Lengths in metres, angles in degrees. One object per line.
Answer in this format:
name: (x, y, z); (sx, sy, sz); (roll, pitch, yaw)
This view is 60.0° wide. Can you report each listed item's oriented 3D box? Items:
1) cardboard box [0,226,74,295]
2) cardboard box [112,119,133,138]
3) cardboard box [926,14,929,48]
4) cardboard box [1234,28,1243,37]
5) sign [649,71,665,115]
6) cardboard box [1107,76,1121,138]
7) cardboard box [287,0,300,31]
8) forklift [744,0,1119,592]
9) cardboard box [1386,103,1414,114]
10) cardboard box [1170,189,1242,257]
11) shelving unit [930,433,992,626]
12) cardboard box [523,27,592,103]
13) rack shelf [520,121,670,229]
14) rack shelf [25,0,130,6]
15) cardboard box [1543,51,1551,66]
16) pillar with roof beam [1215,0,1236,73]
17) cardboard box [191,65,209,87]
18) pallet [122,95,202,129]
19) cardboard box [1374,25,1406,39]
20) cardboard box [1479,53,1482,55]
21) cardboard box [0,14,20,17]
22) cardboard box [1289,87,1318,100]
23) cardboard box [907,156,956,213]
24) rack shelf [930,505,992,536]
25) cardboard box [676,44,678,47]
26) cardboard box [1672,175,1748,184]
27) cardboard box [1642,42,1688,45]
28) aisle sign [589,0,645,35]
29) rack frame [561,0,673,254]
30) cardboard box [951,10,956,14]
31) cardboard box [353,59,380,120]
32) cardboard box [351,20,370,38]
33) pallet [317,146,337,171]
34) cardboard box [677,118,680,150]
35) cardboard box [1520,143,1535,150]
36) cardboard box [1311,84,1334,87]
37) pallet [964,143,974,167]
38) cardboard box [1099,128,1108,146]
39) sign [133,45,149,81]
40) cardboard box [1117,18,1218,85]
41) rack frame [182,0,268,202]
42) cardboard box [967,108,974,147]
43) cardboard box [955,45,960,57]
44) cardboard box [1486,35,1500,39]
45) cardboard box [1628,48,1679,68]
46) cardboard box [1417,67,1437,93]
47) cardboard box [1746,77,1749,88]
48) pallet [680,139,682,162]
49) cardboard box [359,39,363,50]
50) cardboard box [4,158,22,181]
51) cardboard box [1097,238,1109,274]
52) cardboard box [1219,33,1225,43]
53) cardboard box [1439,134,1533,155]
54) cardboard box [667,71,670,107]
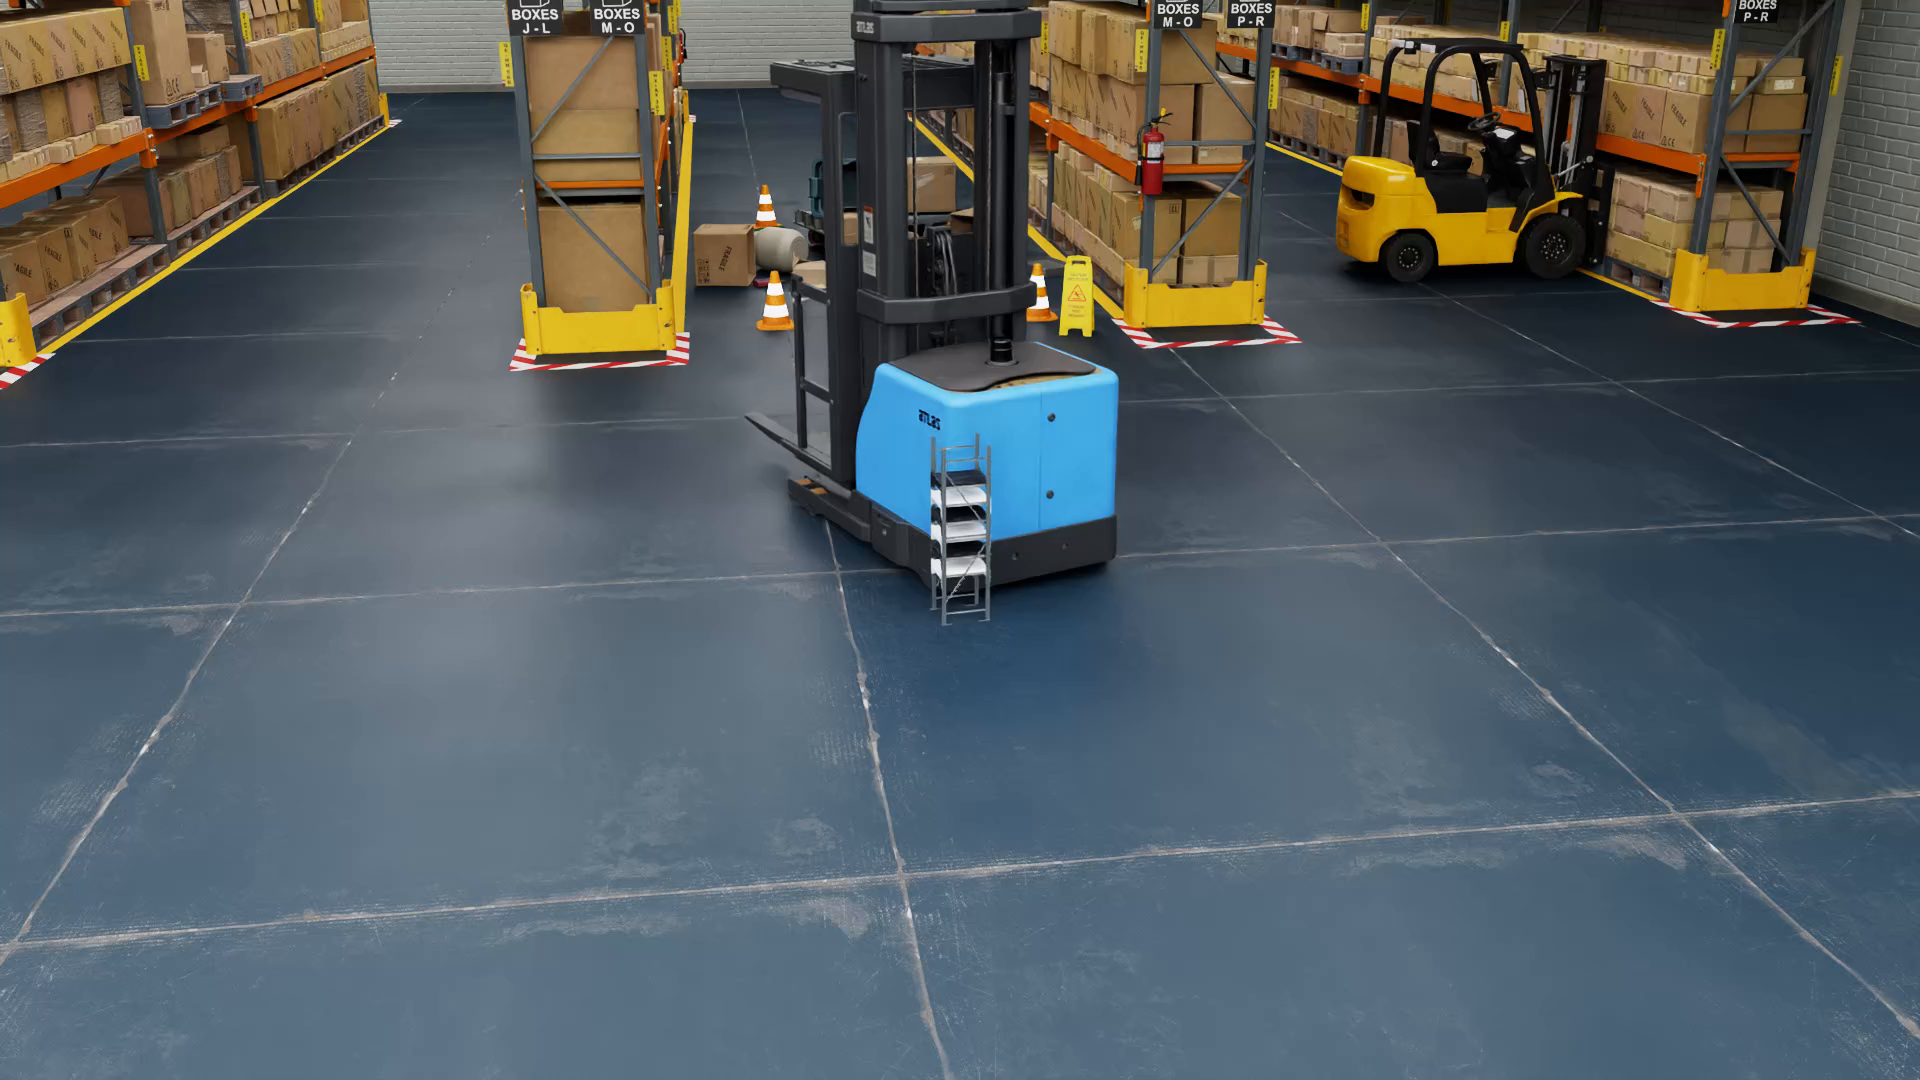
cardboard box: (-8.066, -2.413, 14.363); (0.500, 0.500, 0.500); (-1, 21, -3)
cardboard box: (-8.029, -3.868, 15.645); (0.380, 0.149, 0.250); (-3, 21, -8)
cardboard box: (-0.271, -8.130, 26.553); (0.500, 0.500, 0.500); (-2, 21, -6)
cardboard box: (4.726, -8.233, 26.761); (0.500, 0.250, 0.500); (-3, 21, -8)
sign: (-2.329, -3.431, 12.765); (0.100, 0.325, 0.005); (-3, 21, -8)
cardboard box: (1.587, -3.781, 14.485); (0.500, 0.500, 0.500); (-3, 21, -8)
cardboard box: (-9.431, -7.198, 22.625); (0.797, 0.503, 0.637); (-3, 21, -9)
forklift: (-0.350, -1.581, 9.259); (1.130, 2.935, 3.031); (-11, 23, -28)
cardboard box: (5.985, -5.888, 22.739); (0.380, 0.149, 0.250); (-2, 21, -6)
cardboard box: (2.159, -2.809, 14.707); (0.500, 0.500, 0.500); (-4, 21, -10)
shelving unit: (0.003, -0.049, 8.060); (0.258, 0.900, 0.210); (-5, 21, -14)
cardboard box: (-3.064, -3.855, 13.493); (0.875, 0.550, 0.550); (-3, 21, -8)
rack shelf: (-3.167, -3.318, 14.841); (1.077, 0.370, 4.000); (-3, 21, -8)
rack shelf: (-8.666, -5.893, 17.448); (1.077, 0.370, 4.000); (-3, 21, -8)
cardboard box: (6.230, -4.933, 17.066); (0.380, 0.149, 0.250); (-3, 21, -8)
pillar with roof beam: (0.853, -12.611, 30.120); (9.100, 9.000, 0.400); (-3, 21, -8)
cardboard box: (-8.447, -5.087, 18.142); (0.396, 0.266, 0.258); (-4, 21, -9)
pallet: (-8.344, -4.315, 16.755); (1.003, 0.211, 1.213); (-3, 21, -8)
cardboard box: (5.518, -6.494, 21.247); (0.380, 0.149, 0.250); (-2, 21, -6)
cardboard box: (6.033, -5.517, 18.632); (0.380, 0.149, 0.250); (-3, 21, -8)
cardboard box: (-8.420, -4.272, 14.370); (0.500, 0.500, 0.500); (-3, 21, -8)
cardboard box: (5.140, -6.665, 24.821); (0.380, 0.149, 0.250); (-4, 21, -11)
cardboard box: (-0.329, -3.716, 17.368); (0.500, 0.500, 0.500); (-3, 21, -8)
rack shelf: (0.004, -0.102, 8.040); (0.258, 0.077, 0.200); (-5, 21, -14)
cardboard box: (-4.749, -8.025, 26.774); (0.380, 0.149, 0.250); (-2, 21, -6)
cardboard box: (6.959, -3.225, 15.464); (0.500, 0.250, 0.500); (-3, 21, -8)
cardboard box: (6.843, -4.744, 16.137); (0.380, 0.149, 0.250); (-2, 21, -6)
aisle sign: (-2.571, -4.171, 12.381); (0.394, 0.787, 0.004); (-3, 21, -8)
rack frame: (-3.455, -4.348, 16.569); (1.000, 3.000, 0.127); (-3, 21, -8)
cardboard box: (0.155, -7.576, 23.641); (0.500, 0.500, 0.500); (-3, 21, -8)
cardboard box: (-9.936, -7.271, 26.833); (0.875, 0.875, 0.875); (-3, 21, -8)
cardboard box: (-9.775, -8.202, 26.678); (0.500, 0.250, 0.500); (-3, 21, -9)
pallet: (-9.345, -5.333, 23.192); (1.003, 0.211, 1.213); (-3, 21, -8)
cardboard box: (-4.179, -5.722, 23.222); (0.500, 0.500, 0.500); (-3, 21, -9)
cardboard box: (6.099, -4.078, 17.747); (0.500, 0.250, 0.500); (-3, 21, -9)
cardboard box: (5.525, -6.870, 25.370); (0.380, 0.149, 0.250); (-4, 21, -10)
pallet: (0.640, -5.409, 23.397); (1.003, 0.211, 1.213); (-3, 21, -8)
cardboard box: (1.486, -3.688, 15.161); (0.380, 0.149, 0.250); (-3, 21, -8)
sign: (-7.842, -4.568, 15.922); (0.100, 0.325, 0.005); (-3, 21, -8)
cardboard box: (1.715, -4.068, 13.823); (0.700, 0.500, 0.500); (-3, 21, -9)
rack frame: (-8.955, -5.517, 19.701); (1.000, 3.000, 0.127); (-3, 21, -8)
cardboard box: (0.582, -6.081, 23.646); (0.875, 0.875, 0.875); (-2, 21, -6)
cardboard box: (0.212, -6.809, 23.374); (0.500, 0.250, 0.500); (-3, 21, -8)
cardboard box: (6.370, -5.811, 19.418); (0.380, 0.149, 0.250); (-3, 21, -8)
cardboard box: (6.416, -4.450, 15.348); (0.380, 0.149, 0.250); (-2, 21, -6)
cardboard box: (5.807, -5.501, 19.871); (0.500, 0.250, 0.500); (-2, 21, -6)
cardboard box: (7.026, -4.062, 14.736); (0.380, 0.149, 0.250); (-3, 21, -8)
pallet: (-4.495, -5.542, 23.752); (1.003, 0.211, 1.213); (-3, 21, -8)
cardboard box: (-9.621, -7.799, 26.170); (0.380, 0.149, 0.250); (-3, 21, -7)
cardboard box: (-7.645, -2.915, 13.094); (0.380, 0.149, 0.250); (-3, 21, -8)
cardboard box: (1.556, -2.602, 15.225); (0.500, 0.250, 0.500); (-3, 21, -8)
cardboard box: (4.522, -8.345, 27.631); (0.380, 0.149, 0.250); (-4, 21, -9)
cardboard box: (6.149, -4.417, 19.550); (0.875, 0.625, 0.625); (-3, 21, -8)
cardboard box: (-3.408, -4.938, 18.008); (0.500, 0.500, 0.500); (-3, 21, -8)
